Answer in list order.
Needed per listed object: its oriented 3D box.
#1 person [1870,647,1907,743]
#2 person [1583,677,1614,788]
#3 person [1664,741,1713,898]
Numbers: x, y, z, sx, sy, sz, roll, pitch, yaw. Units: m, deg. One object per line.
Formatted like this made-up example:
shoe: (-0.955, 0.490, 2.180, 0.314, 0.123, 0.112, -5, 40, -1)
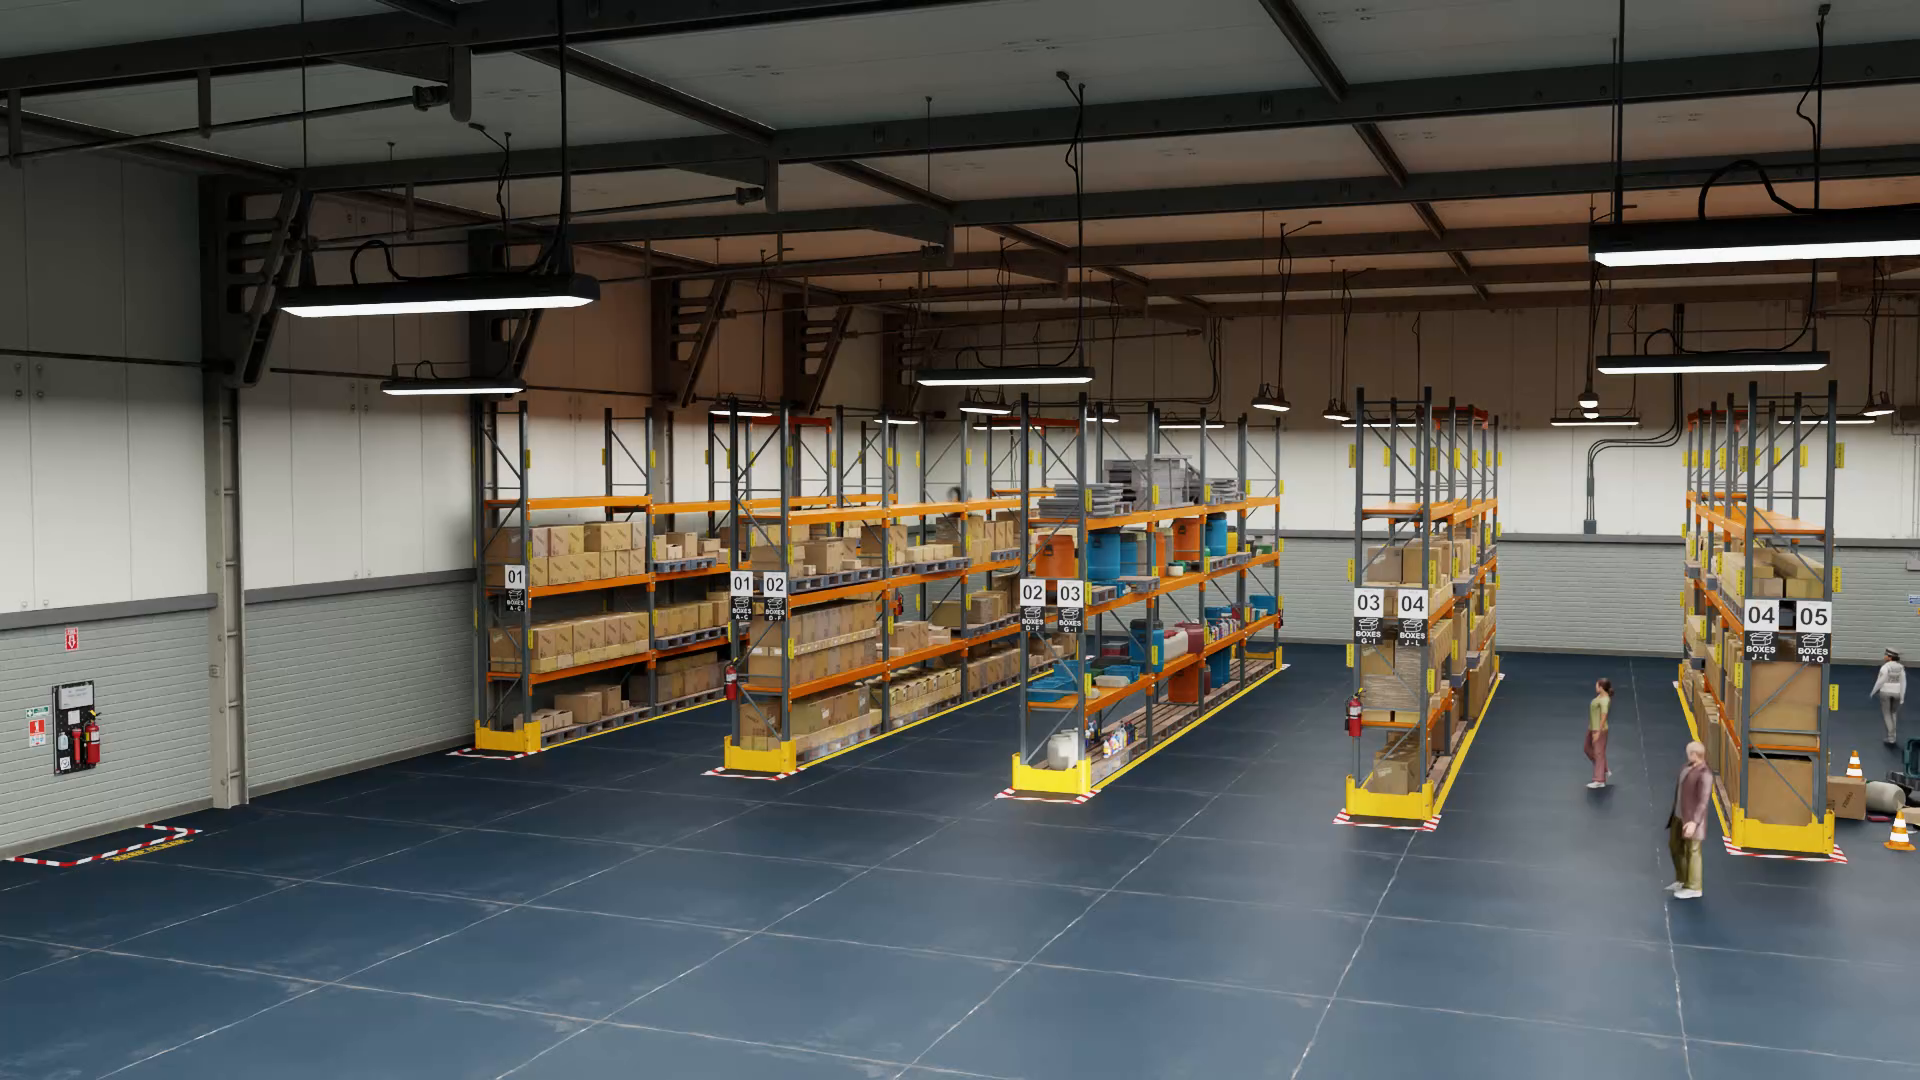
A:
person: (16.330, 2.737, 29.220, 0.559, 1.710, 0.656, 1, 3, 12)
person: (9.776, 2.924, 25.416, 0.454, 1.669, 0.545, 0, 3, 6)
person: (8.322, 3.197, 19.058, 0.473, 1.812, 0.675, 0, 3, -9)
